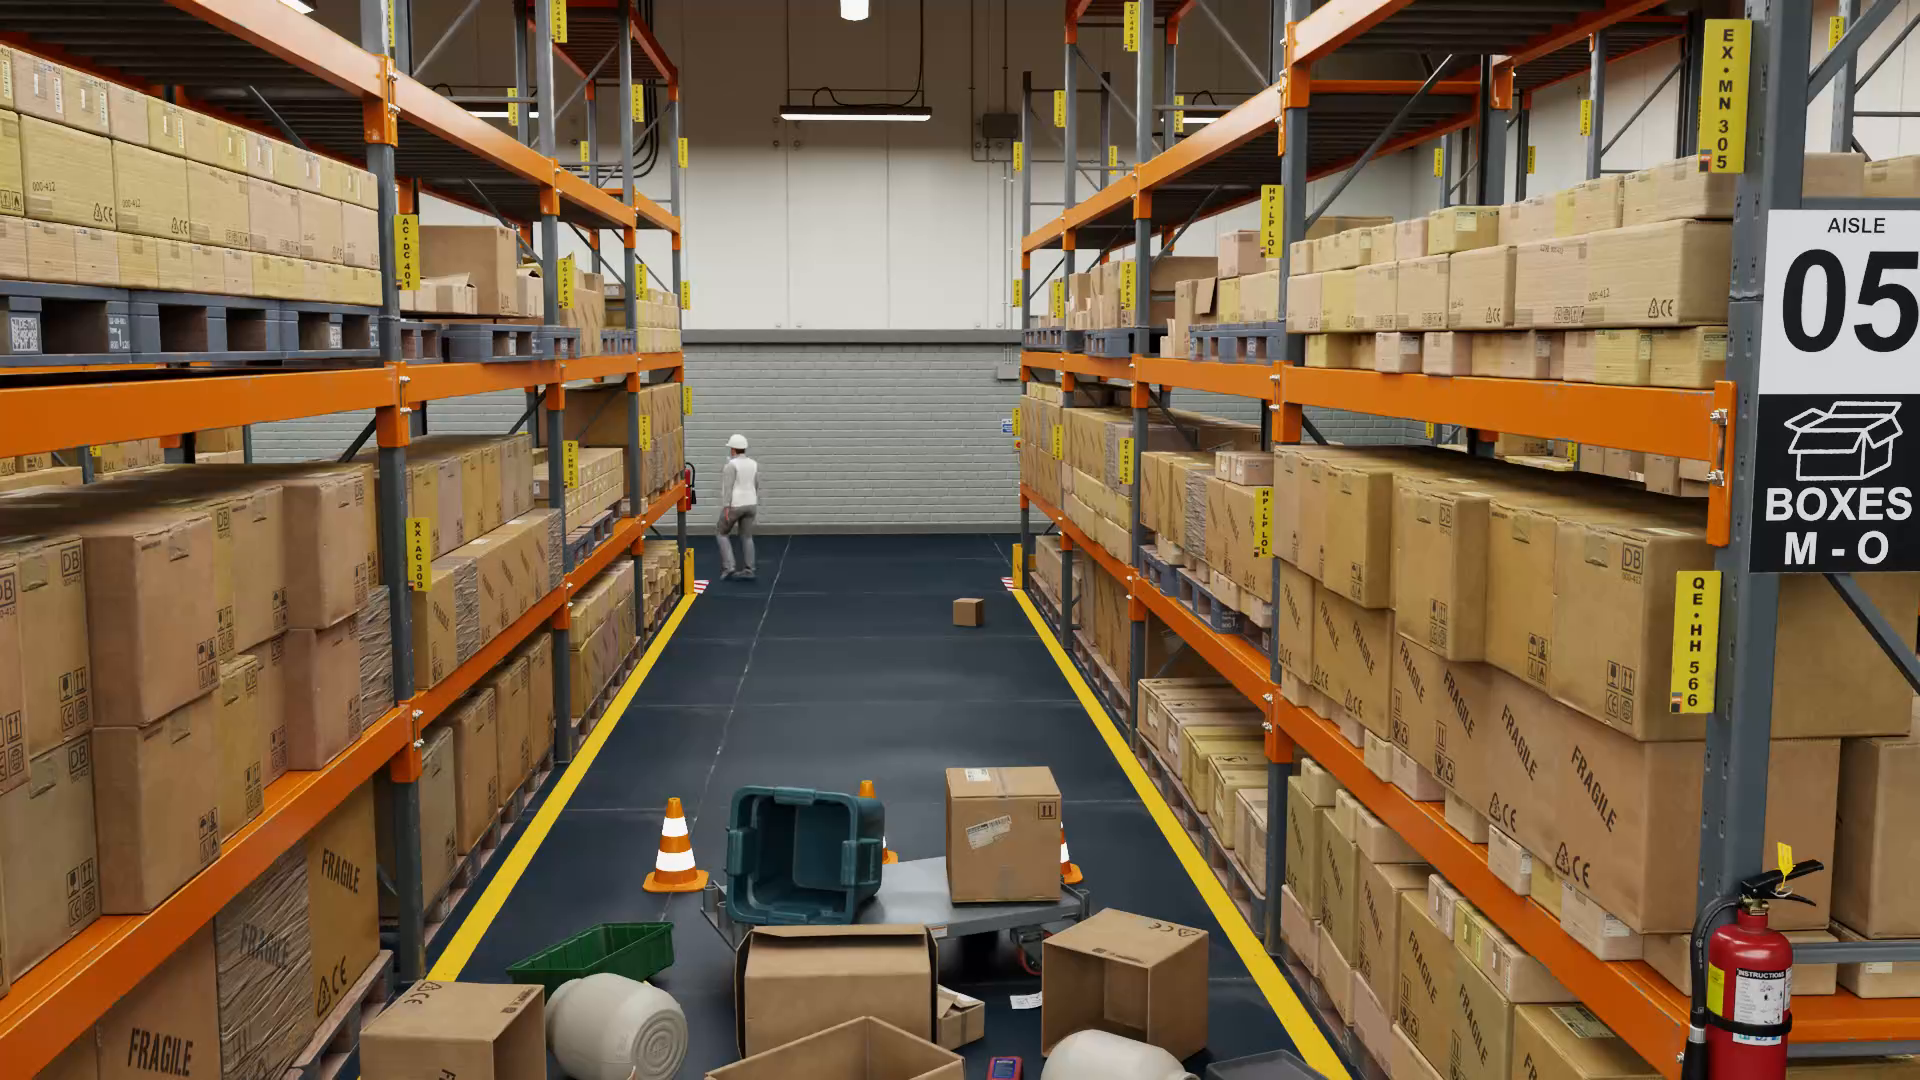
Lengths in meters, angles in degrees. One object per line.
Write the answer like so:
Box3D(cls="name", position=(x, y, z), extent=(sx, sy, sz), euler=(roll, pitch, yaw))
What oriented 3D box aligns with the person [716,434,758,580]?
Box3D(cls="person", position=(-2.711, -0.380, 20.440), extent=(0.573, 1.836, 0.525), euler=(-6, 9, -40))
